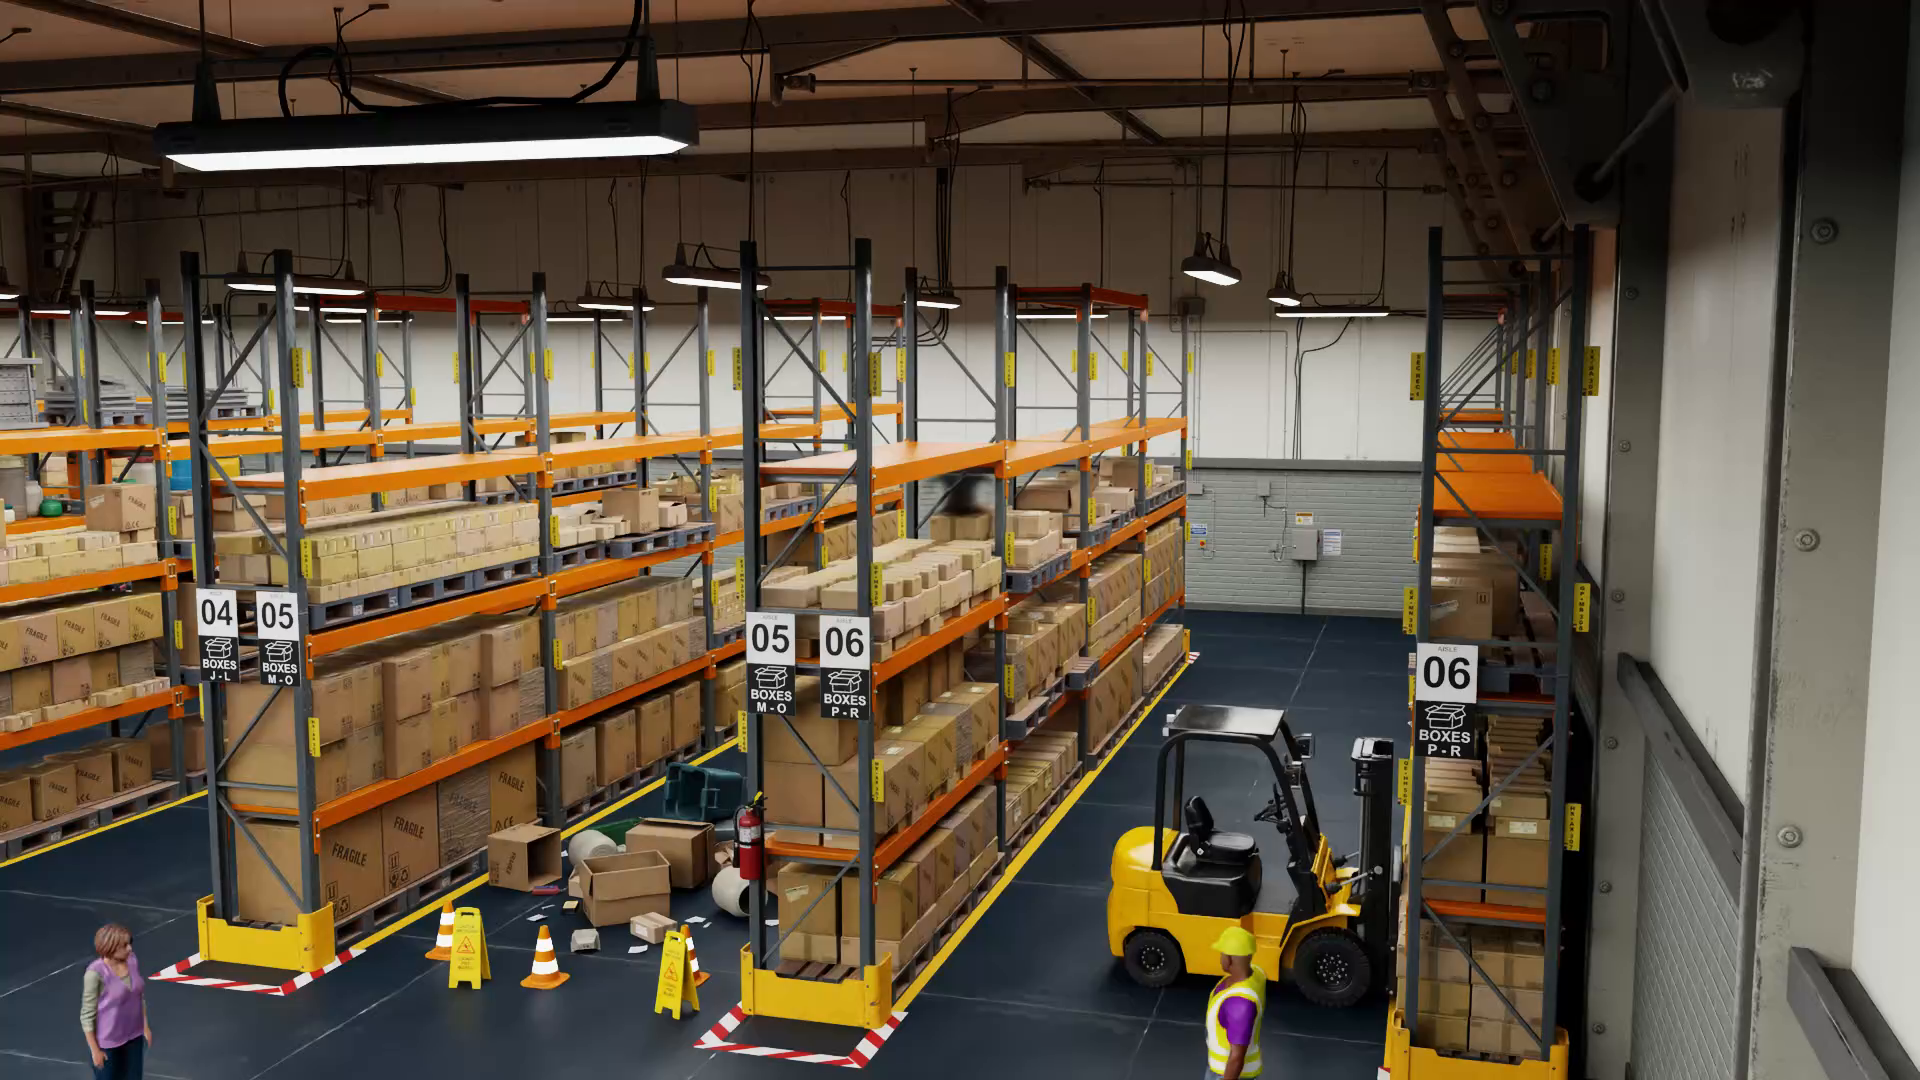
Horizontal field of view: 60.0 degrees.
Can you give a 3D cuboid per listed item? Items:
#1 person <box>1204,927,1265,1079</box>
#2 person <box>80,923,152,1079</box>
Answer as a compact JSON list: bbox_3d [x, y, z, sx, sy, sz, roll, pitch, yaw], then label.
[{"bbox_3d":[1.639,3.169,9.979,0.492,1.768,0.653,1,6,5],"label":"person"},{"bbox_3d":[-5.373,3.201,10.590,0.362,1.605,0.440,3,7,24],"label":"person"}]
